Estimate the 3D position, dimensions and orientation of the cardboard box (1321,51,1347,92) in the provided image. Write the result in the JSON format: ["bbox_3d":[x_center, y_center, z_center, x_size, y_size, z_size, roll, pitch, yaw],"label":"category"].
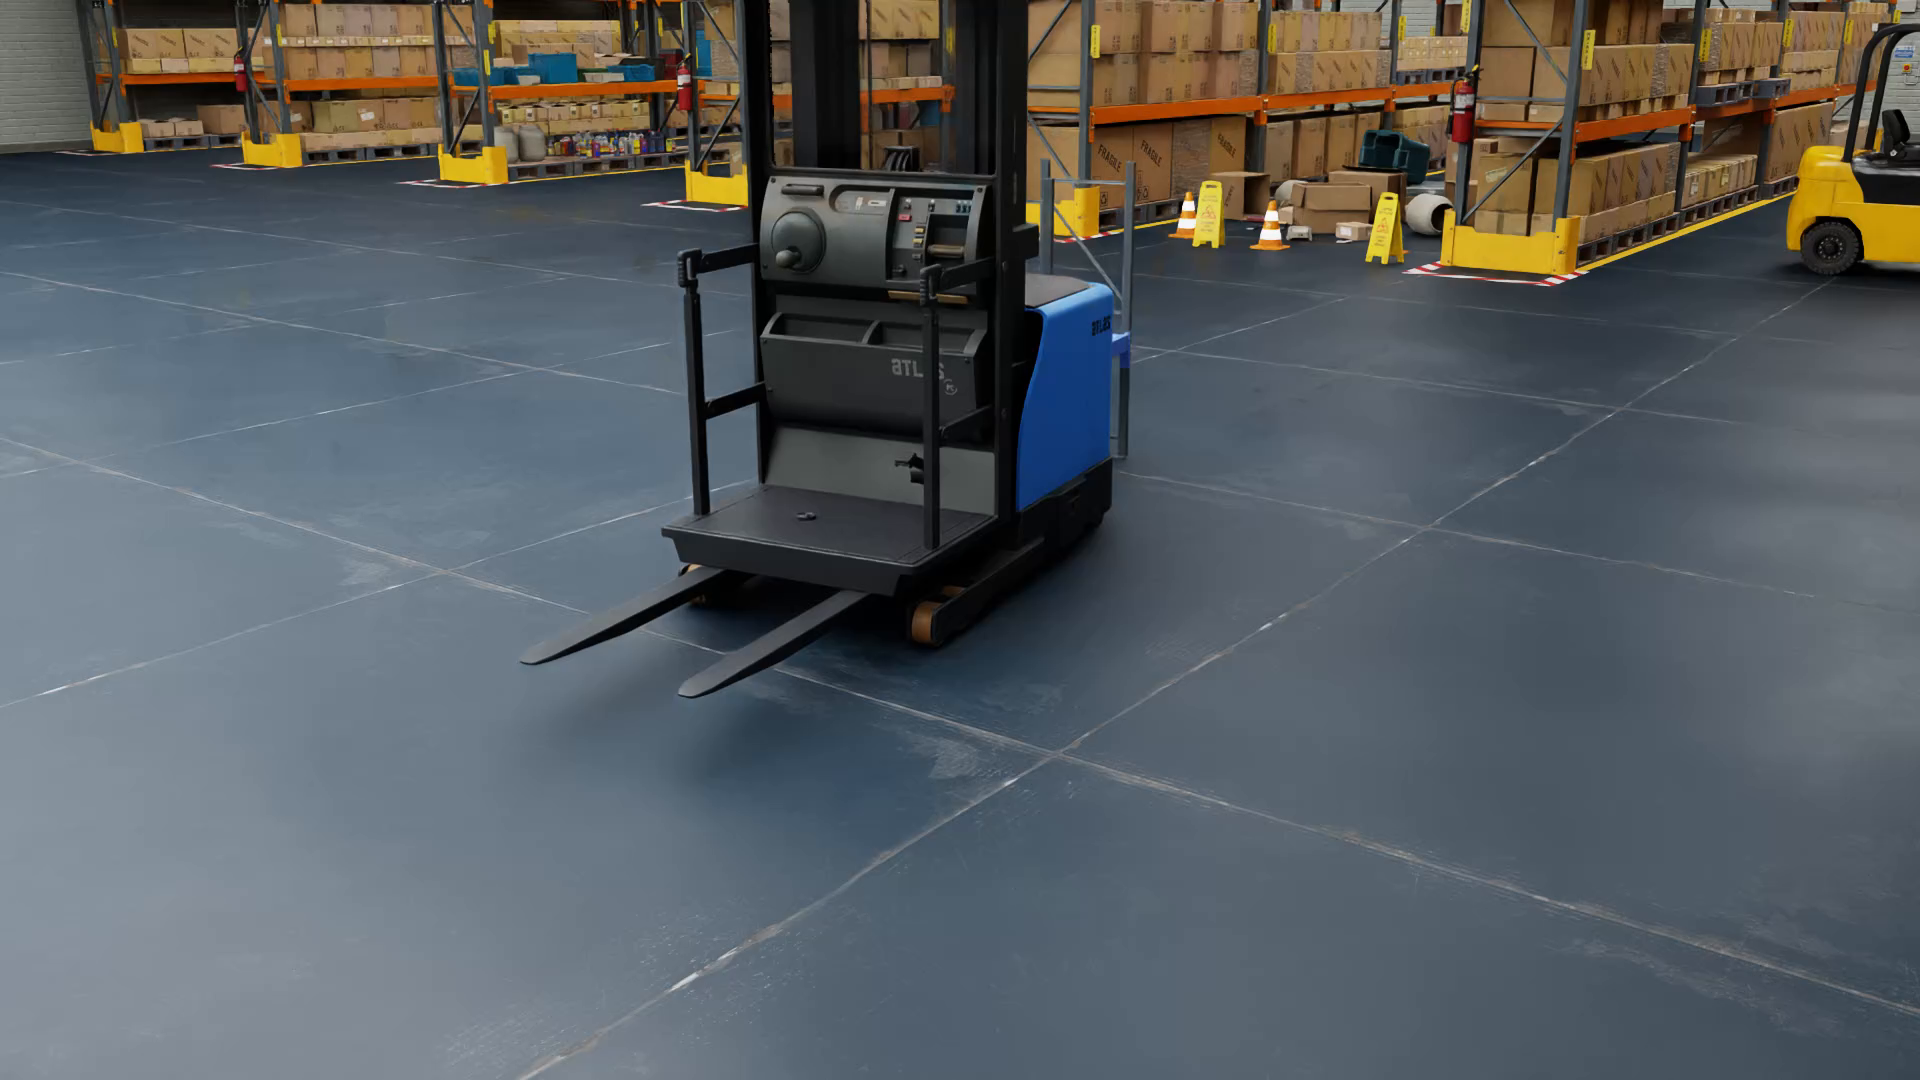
[{"bbox_3d":[4.764,-6.205,22.000,0.500,0.500,0.500,13,21,36],"label":"cardboard box"}]

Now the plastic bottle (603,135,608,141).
[{"bbox_3d":[-5.554,-6.197,26.001,0.097,0.271,0.097,0,17,0],"label":"plastic bottle"}]

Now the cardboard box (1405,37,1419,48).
[{"bbox_3d":[6.453,-7.235,24.197,0.380,0.149,0.250,12,21,34],"label":"cardboard box"}]

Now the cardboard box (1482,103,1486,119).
[{"bbox_3d":[5.097,-4.003,15.501,0.380,0.149,0.250,12,21,34],"label":"cardboard box"}]

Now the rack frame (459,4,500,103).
[{"bbox_3d":[-10.143,-10.199,35.029,1.000,3.000,0.127,12,21,35],"label":"rack frame"}]

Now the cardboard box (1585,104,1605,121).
[{"bbox_3d":[5.715,-3.952,15.337,0.380,0.149,0.250,12,21,33],"label":"cardboard box"}]

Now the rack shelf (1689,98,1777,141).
[{"bbox_3d":[8.559,-5.002,19.507,1.077,0.370,4.000,12,21,35],"label":"rack shelf"}]

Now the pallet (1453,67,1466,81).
[{"bbox_3d":[7.526,-7.377,26.266,1.003,0.211,1.213,12,21,35],"label":"pallet"}]

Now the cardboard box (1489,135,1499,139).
[{"bbox_3d":[8.571,-6.636,27.153,0.380,0.149,0.250,14,22,37],"label":"cardboard box"}]

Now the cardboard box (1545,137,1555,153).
[{"bbox_3d":[5.569,-3.867,16.210,0.380,0.149,0.250,13,21,36],"label":"cardboard box"}]

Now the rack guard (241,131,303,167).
[{"bbox_3d":[-10.943,-6.220,26.429,1.175,0.500,0.348,12,21,35],"label":"rack guard"}]

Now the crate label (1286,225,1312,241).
[{"bbox_3d":[3.528,-3.193,17.296,0.250,0.136,0.298,2,17,6],"label":"crate label"}]

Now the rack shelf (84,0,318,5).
[{"bbox_3d":[-13.718,-9.859,30.089,1.077,0.370,4.000,12,21,35],"label":"rack shelf"}]

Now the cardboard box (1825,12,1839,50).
[{"bbox_3d":[11.767,-7.025,22.952,0.500,0.500,0.500,13,21,36],"label":"cardboard box"}]

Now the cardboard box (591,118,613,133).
[{"bbox_3d":[-6.886,-7.801,31.235,0.500,0.250,0.500,13,21,36],"label":"cardboard box"}]

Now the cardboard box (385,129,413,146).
[{"bbox_3d":[-9.536,-6.752,27.857,0.500,0.250,0.500,12,21,35],"label":"cardboard box"}]

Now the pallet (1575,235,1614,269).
[{"bbox_3d":[5.541,-2.790,15.873,1.003,0.211,1.213,12,21,35],"label":"pallet"}]

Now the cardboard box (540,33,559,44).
[{"bbox_3d":[-9.032,-10.710,35.970,0.500,0.500,0.500,12,21,34],"label":"cardboard box"}]

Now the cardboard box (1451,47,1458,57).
[{"bbox_3d":[7.398,-7.469,25.452,0.380,0.149,0.250,11,20,32],"label":"cardboard box"}]

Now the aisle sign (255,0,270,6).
[{"bbox_3d":[-10.722,-8.591,25.467,0.394,0.787,0.004,12,21,35],"label":"aisle sign"}]

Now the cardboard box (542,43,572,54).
[{"bbox_3d":[-7.462,-8.844,30.498,0.500,0.500,0.500,12,21,35],"label":"cardboard box"}]

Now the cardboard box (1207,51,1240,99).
[{"bbox_3d":[2.812,-5.567,19.859,0.875,0.550,0.550,12,21,35],"label":"cardboard box"}]

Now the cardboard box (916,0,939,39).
[{"bbox_3d":[-0.639,-7.132,22.796,0.500,0.500,0.500,12,21,35],"label":"cardboard box"}]

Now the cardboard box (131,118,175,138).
[{"bbox_3d":[-14.425,-7.369,29.706,0.500,0.311,0.500,10,20,29],"label":"cardboard box"}]

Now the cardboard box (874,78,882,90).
[{"bbox_3d":[-1.268,-6.108,22.280,0.380,0.149,0.250,12,21,35],"label":"cardboard box"}]

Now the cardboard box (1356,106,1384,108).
[{"bbox_3d":[6.204,-6.369,24.938,0.500,0.250,0.500,13,21,35],"label":"cardboard box"}]

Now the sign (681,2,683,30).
[{"bbox_3d":[-3.409,-6.475,20.550,0.100,0.325,0.005,12,21,35],"label":"sign"}]

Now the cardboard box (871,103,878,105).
[{"bbox_3d":[-2.112,-9.733,37.423,0.500,0.250,0.500,12,21,35],"label":"cardboard box"}]

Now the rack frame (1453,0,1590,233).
[{"bbox_3d":[4.984,-3.917,14.798,1.000,3.000,0.127,12,21,35],"label":"rack frame"}]

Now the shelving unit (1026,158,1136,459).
[{"bbox_3d":[0.411,-1.036,8.051,0.538,1.500,1.048,8,19,25],"label":"shelving unit"}]

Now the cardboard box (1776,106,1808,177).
[{"bbox_3d":[10.763,-5.369,22.351,0.875,0.875,0.875,13,21,35],"label":"cardboard box"}]

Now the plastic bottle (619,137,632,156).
[{"bbox_3d":[-5.129,-6.040,25.487,0.152,0.276,0.135,13,21,36],"label":"plastic bottle"}]

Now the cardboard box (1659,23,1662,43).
[{"bbox_3d":[7.458,-5.410,18.230,0.500,0.500,0.500,12,21,34],"label":"cardboard box"}]

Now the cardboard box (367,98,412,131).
[{"bbox_3d":[-9.535,-7.110,27.745,0.500,0.500,0.500,12,21,35],"label":"cardboard box"}]

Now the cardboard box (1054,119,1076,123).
[{"bbox_3d":[1.408,-6.426,26.353,0.700,0.500,0.500,11,20,32],"label":"cardboard box"}]

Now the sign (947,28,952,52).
[{"bbox_3d":[-0.151,-6.940,23.074,0.100,0.325,0.005,12,21,35],"label":"sign"}]

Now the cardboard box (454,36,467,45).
[{"bbox_3d":[-8.684,-8.568,28.515,0.380,0.149,0.250,12,21,34],"label":"cardboard box"}]

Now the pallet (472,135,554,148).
[{"bbox_3d":[-8.138,-7.223,30.146,1.003,0.211,1.213,12,21,35],"label":"pallet"}]

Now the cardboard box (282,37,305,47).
[{"bbox_3d":[-10.522,-7.832,26.145,0.380,0.149,0.250,12,21,34],"label":"cardboard box"}]

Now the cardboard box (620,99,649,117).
[{"bbox_3d":[-6.276,-8.312,31.933,0.500,0.311,0.500,13,22,36],"label":"cardboard box"}]

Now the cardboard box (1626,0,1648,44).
[{"bbox_3d":[6.609,-5.352,17.065,0.700,0.500,0.500,13,21,35],"label":"cardboard box"}]

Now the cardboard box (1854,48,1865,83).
[{"bbox_3d":[13.228,-7.124,24.959,0.500,0.500,0.500,13,21,35],"label":"cardboard box"}]

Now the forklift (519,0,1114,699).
[{"bbox_3d":[-0.426,-1.163,6.046,1.130,2.935,3.031,8,19,25],"label":"forklift"}]

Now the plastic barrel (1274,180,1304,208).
[{"bbox_3d":[3.887,-3.948,19.244,0.421,0.421,0.512,-4,18,-13],"label":"plastic barrel"}]

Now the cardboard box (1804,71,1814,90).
[{"bbox_3d":[11.144,-6.190,22.372,0.500,0.250,0.500,12,21,35],"label":"cardboard box"}]

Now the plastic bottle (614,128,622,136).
[{"bbox_3d":[-5.384,-6.322,26.268,0.144,0.351,0.185,13,22,36],"label":"plastic bottle"}]

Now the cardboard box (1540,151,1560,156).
[{"bbox_3d":[5.560,-3.524,16.198,0.500,0.500,0.500,13,22,37],"label":"cardboard box"}]

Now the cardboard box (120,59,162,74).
[{"bbox_3d":[-14.364,-8.292,29.106,0.500,0.250,0.500,12,21,33],"label":"cardboard box"}]

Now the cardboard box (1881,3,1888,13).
[{"bbox_3d":[14.246,-8.301,25.967,0.380,0.149,0.250,12,21,34],"label":"cardboard box"}]

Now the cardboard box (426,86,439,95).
[{"bbox_3d":[-10.920,-9.268,34.240,0.500,0.250,0.500,13,21,36],"label":"cardboard box"}]

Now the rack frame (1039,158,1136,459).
[{"bbox_3d":[0.636,-1.171,8.486,0.500,1.500,0.032,8,19,25],"label":"rack frame"}]

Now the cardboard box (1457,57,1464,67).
[{"bbox_3d":[7.566,-7.396,25.717,0.380,0.149,0.250,11,20,32],"label":"cardboard box"}]

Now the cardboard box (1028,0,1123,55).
[{"bbox_3d":[1.200,-5.436,17.618,0.875,0.550,0.550,12,21,35],"label":"cardboard box"}]
